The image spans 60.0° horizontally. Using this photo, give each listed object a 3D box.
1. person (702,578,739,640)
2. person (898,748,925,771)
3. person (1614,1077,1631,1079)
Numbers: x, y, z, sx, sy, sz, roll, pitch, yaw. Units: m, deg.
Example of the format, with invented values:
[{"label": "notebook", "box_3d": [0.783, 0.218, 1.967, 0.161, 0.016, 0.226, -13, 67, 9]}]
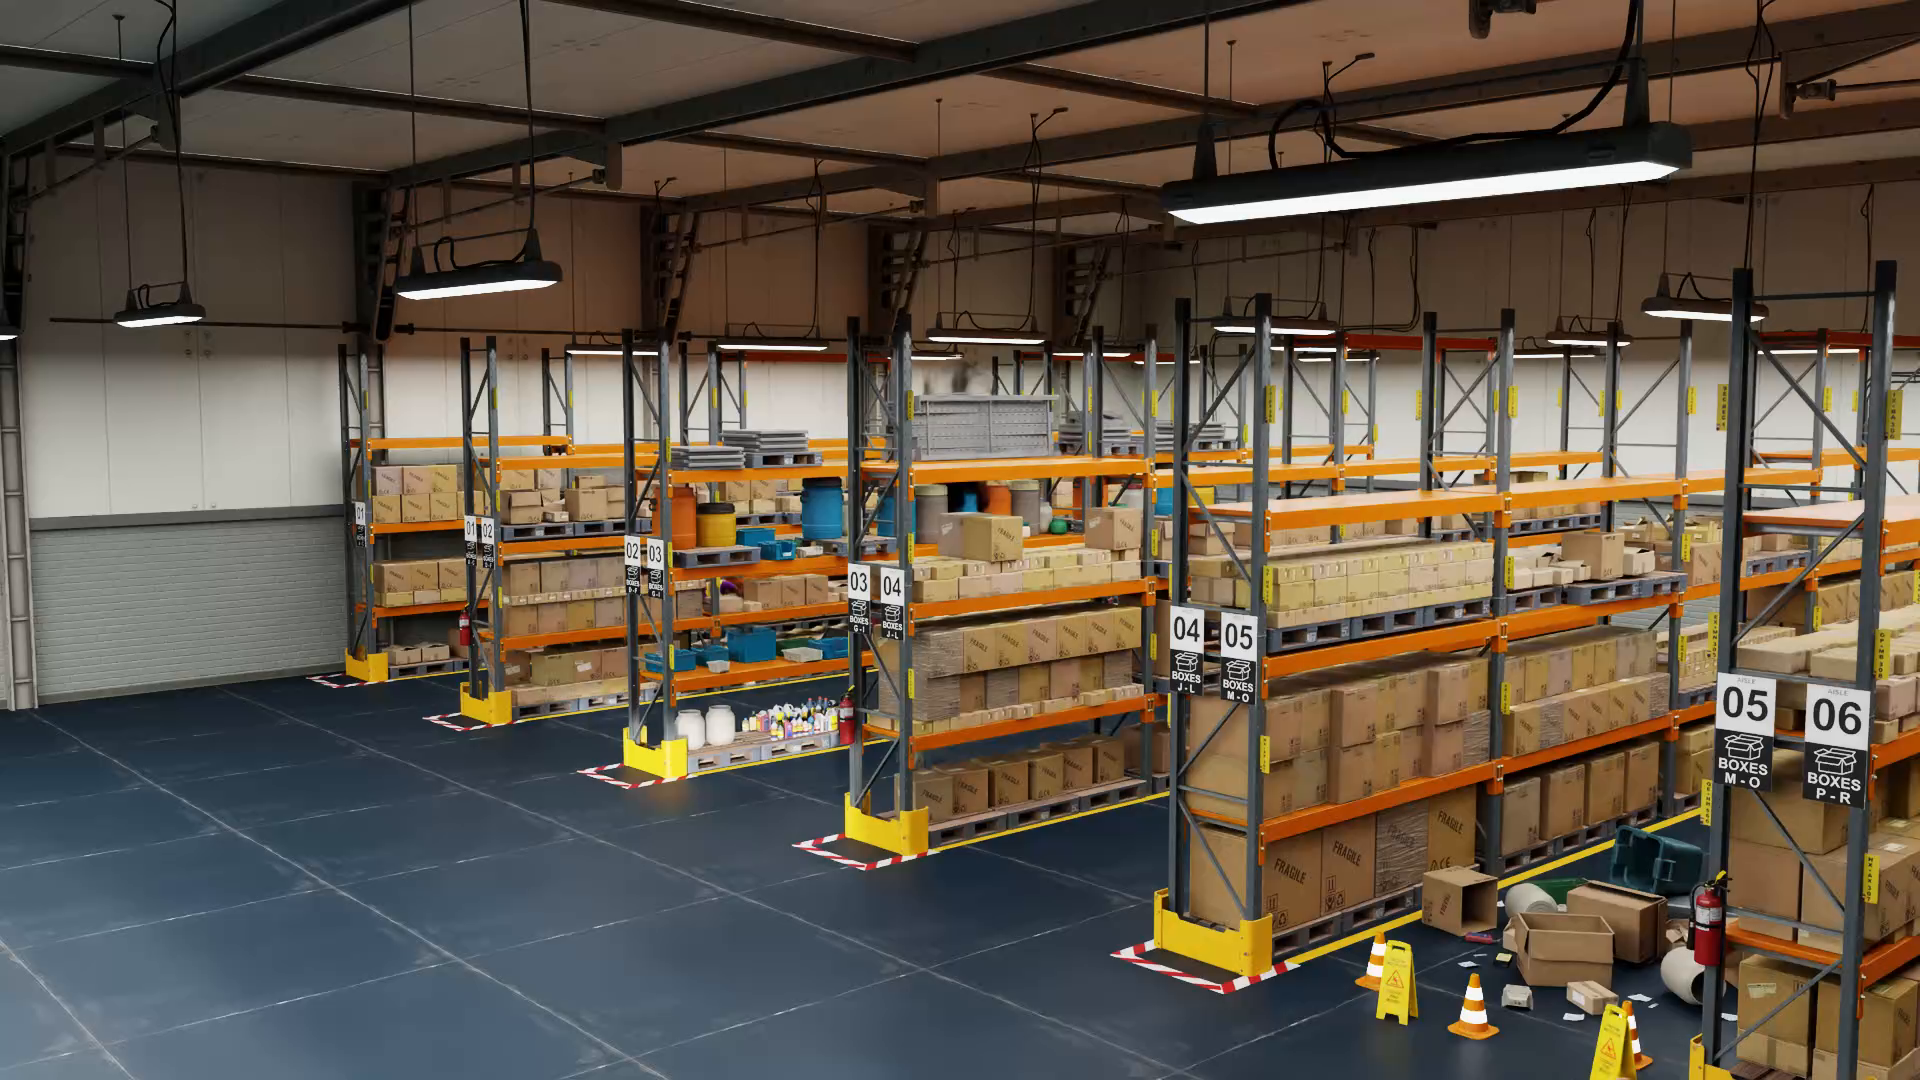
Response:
[{"label": "person", "box_3d": [-4.683, 1.411, 32.214, 0.727, 1.793, 0.840, 4, 6, 38]}, {"label": "person", "box_3d": [-0.685, 2.429, 21.139, 0.641, 1.438, 0.753, 3, 6, 28]}, {"label": "person", "box_3d": [3.517, 3.566, 8.943, 0.696, 1.680, 1.008, 1, 5, 12]}]
